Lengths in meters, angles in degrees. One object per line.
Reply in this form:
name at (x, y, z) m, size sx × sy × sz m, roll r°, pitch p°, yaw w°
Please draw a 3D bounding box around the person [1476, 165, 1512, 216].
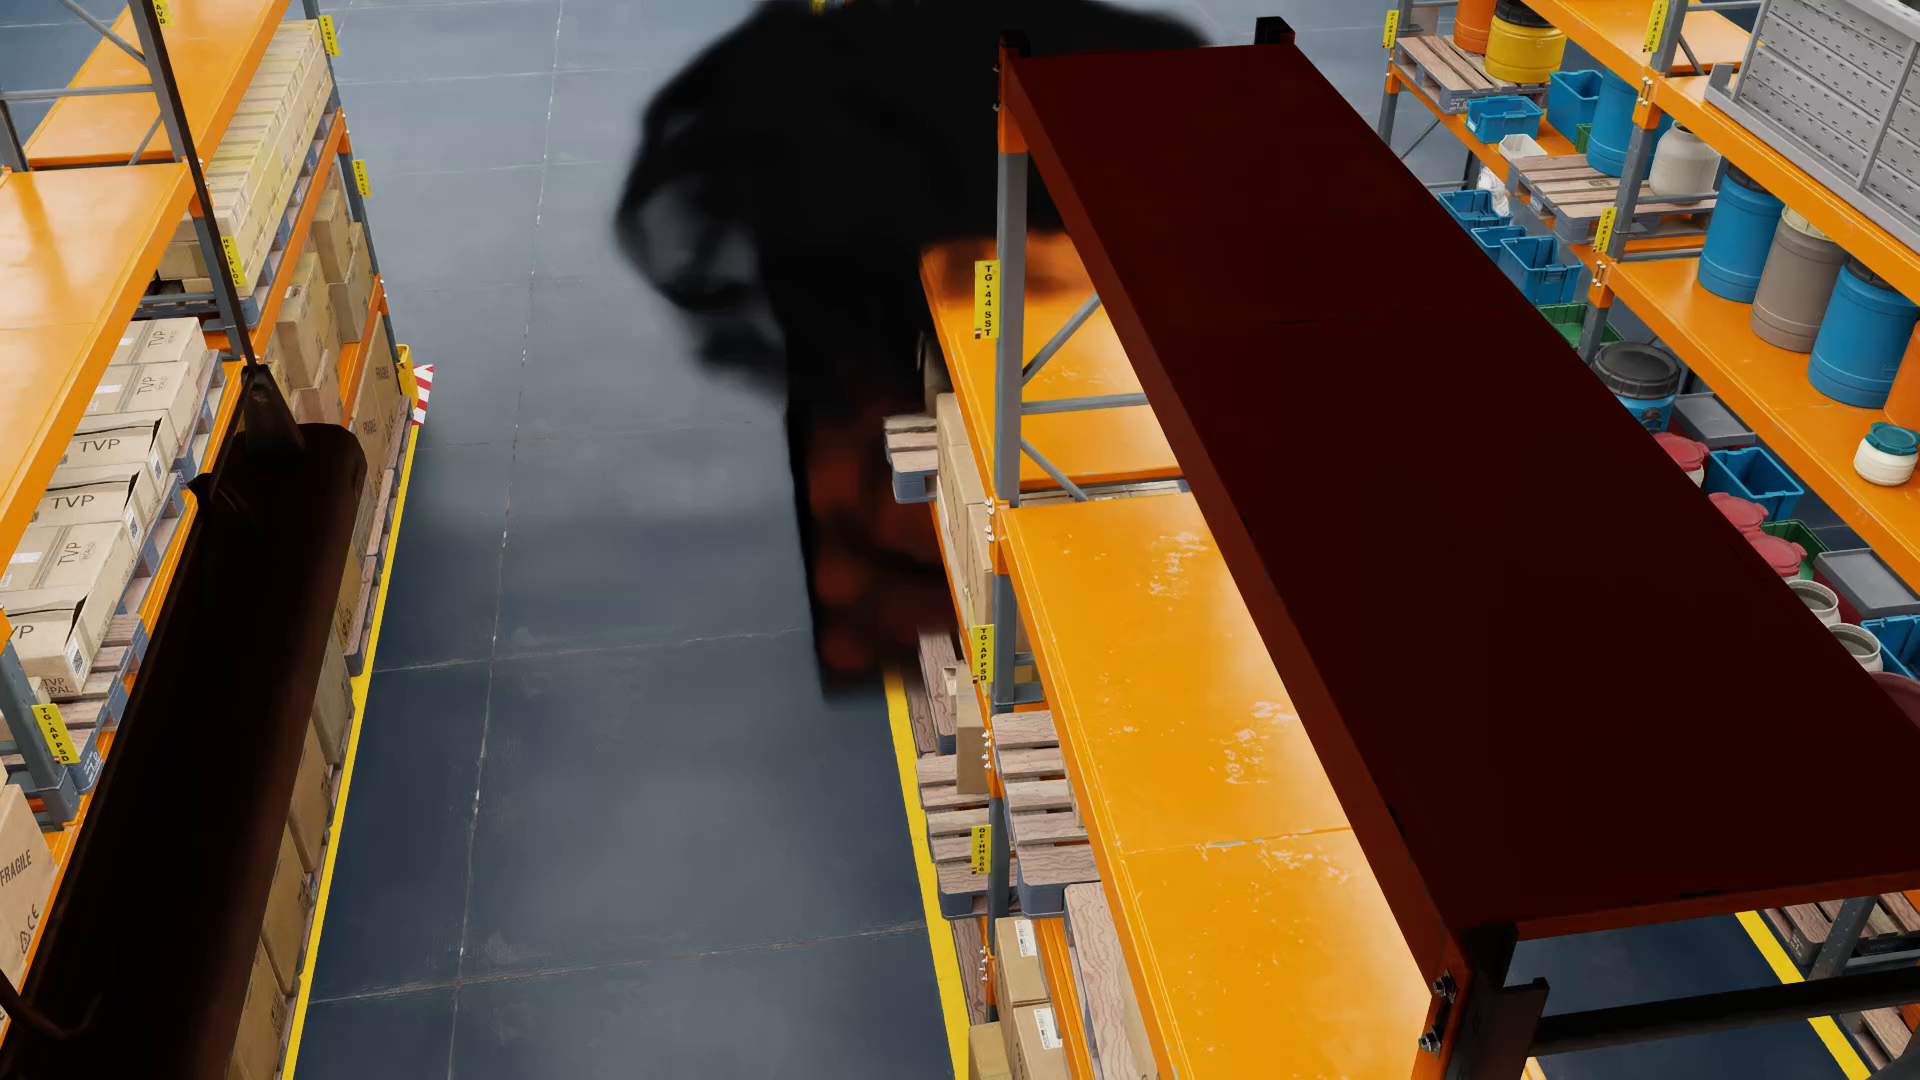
person at (5.178, -3.175, 16.433) m, size 0.510 × 1.627 × 0.661 m, roll 27°, pitch 44°, yaw 31°
